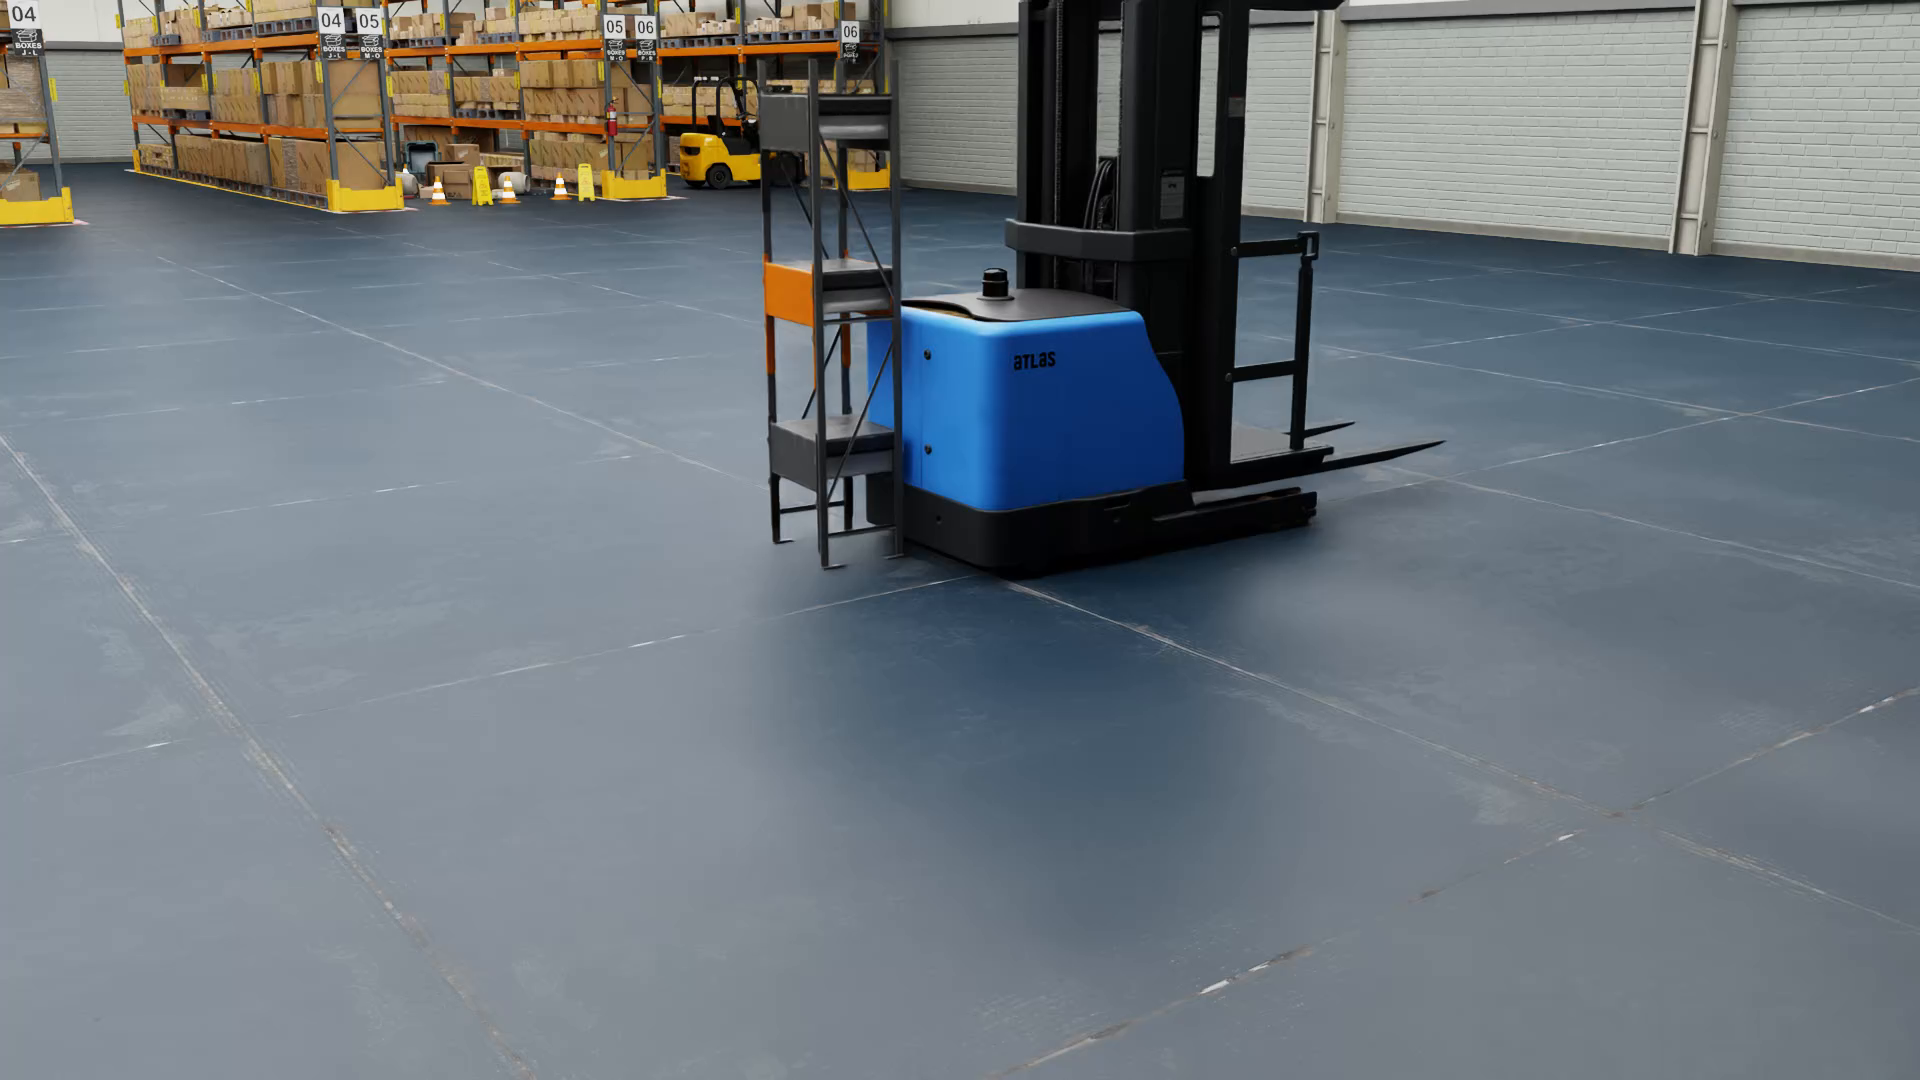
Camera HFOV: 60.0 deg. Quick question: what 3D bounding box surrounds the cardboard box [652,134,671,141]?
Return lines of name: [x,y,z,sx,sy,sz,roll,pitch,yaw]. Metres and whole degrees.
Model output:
cardboard box: [-7.135,-9.605,39.699,0.380,0.149,0.250,-12,19,-37]

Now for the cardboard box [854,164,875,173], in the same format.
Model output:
cardboard box: [-2.067,-7.532,33.828,0.500,0.250,0.500,-11,19,-34]

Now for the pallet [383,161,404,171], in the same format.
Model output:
pallet: [-13.388,-9.142,40.577,1.003,0.211,1.213,-11,19,-35]

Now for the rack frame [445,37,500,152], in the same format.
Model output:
rack frame: [-10.653,-9.458,36.450,1.000,3.000,0.127,-11,19,-35]

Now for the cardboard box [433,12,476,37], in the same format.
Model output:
cardboard box: [-10.996,-11.214,36.194,0.797,0.503,0.637,-12,20,-38]

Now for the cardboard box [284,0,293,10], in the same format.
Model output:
cardboard box: [-10.995,-9.004,27.845,0.500,0.250,0.500,-11,19,-35]

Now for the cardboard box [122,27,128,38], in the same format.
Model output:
cardboard box: [-19.247,-11.856,38.866,0.500,0.250,0.500,-11,18,-34]

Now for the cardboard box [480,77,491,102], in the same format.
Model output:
cardboard box: [-9.658,-9.390,34.652,0.500,0.500,0.500,-12,19,-37]

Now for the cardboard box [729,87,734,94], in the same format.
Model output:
cardboard box: [-4.835,-9.827,36.380,0.380,0.149,0.250,-11,19,-35]

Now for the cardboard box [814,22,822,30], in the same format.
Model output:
cardboard box: [-2.669,-10.227,33.069,0.380,0.149,0.250,-12,19,-36]

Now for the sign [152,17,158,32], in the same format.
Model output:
sign: [-17.384,-11.132,35.907,0.100,0.325,0.005,-11,19,-35]

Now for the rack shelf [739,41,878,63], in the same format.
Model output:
rack shelf: [-3.112,-10.048,34.286,1.077,0.370,4.000,-11,19,-35]

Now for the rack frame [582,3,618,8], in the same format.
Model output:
rack frame: [-8.992,-13.977,41.597,1.000,3.000,0.127,-11,19,-35]

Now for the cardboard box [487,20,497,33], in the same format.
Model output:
cardboard box: [-9.354,-10.501,34.067,0.500,0.250,0.500,-11,19,-34]

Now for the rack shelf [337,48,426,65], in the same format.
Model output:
rack shelf: [-14.181,-11.839,40.830,1.077,0.370,4.000,-11,19,-35]

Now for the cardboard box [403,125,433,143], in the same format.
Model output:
cardboard box: [-12.575,-9.370,39.358,0.875,0.875,0.875,-10,18,-33]

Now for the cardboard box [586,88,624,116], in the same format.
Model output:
cardboard box: [-6.491,-8.014,30.423,0.500,0.500,0.500,-11,19,-36]

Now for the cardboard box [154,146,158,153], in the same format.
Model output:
cardboard box: [-18.195,-8.939,38.033,0.380,0.149,0.250,-12,19,-36]

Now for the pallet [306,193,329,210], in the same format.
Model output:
pallet: [-10.427,-5.773,28.270,1.003,0.211,1.213,-11,19,-35]

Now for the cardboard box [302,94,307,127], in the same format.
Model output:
cardboard box: [-10.717,-7.357,28.492,0.875,0.550,0.550,-11,19,-35]

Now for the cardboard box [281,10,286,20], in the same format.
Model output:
cardboard box: [-11.259,-8.880,28.149,0.380,0.149,0.250,-11,19,-34]

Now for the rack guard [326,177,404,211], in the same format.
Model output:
rack guard: [-9.879,-5.749,27.634,1.175,0.500,0.348,-11,19,-35]

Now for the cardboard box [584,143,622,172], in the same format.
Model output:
cardboard box: [-6.631,-7.118,30.894,0.500,0.500,0.500,-11,19,-34]

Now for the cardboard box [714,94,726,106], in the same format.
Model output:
cardboard box: [-5.092,-9.718,36.737,0.500,0.250,0.500,-11,19,-36]

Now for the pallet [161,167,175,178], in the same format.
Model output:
pallet: [-17.373,-8.315,37.557,1.003,0.211,1.213,-11,19,-35]

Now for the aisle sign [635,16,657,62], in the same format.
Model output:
aisle sign: [-5.662,-9.038,29.993,0.394,0.787,0.004,-11,19,-35]

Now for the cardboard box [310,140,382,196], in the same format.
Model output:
cardboard box: [-10.346,-6.272,28.039,0.875,0.875,0.875,-11,19,-34]

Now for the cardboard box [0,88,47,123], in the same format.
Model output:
cardboard box: [-14.266,-6.525,24.981,0.875,0.500,0.500,-11,19,-35]

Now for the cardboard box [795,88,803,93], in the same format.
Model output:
cardboard box: [-3.141,-9.183,34.026,0.380,0.149,0.250,-11,19,-34]

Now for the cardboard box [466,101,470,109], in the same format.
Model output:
cardboard box: [-10.349,-9.310,35.590,0.380,0.149,0.250,-12,20,-38]

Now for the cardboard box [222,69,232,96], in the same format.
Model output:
cardboard box: [-14.043,-8.993,32.669,0.700,0.500,0.500,-11,19,-35]

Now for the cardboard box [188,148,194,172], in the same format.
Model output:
cardboard box: [-16.098,-8.098,35.420,0.500,0.500,0.500,-10,18,-34]

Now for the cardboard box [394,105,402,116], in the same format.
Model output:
cardboard box: [-12.959,-10.105,39.098,0.500,0.250,0.500,-11,19,-36]

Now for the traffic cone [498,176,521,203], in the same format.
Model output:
traffic cone: [-7.943,-6.173,29.253,0.336,0.463,0.334,-11,19,-35]

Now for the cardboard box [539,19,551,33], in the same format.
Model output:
cardboard box: [-7.669,-9.768,31.620,0.500,0.250,0.500,-11,19,-34]

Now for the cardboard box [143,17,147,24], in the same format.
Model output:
cardboard box: [-17.974,-11.576,37.088,0.380,0.149,0.250,-12,19,-37]

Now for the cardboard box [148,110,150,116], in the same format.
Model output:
cardboard box: [-18.417,-9.810,38.212,0.380,0.149,0.250,-10,18,-33]

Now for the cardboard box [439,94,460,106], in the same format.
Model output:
cardboard box: [-11.143,-9.691,36.638,0.500,0.250,0.500,-11,19,-35]

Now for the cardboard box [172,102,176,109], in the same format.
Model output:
cardboard box: [-16.481,-9.228,35.289,0.380,0.149,0.250,-12,19,-37]

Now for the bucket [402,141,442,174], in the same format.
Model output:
bucket: [-10.300,-7.297,31.876,0.726,0.611,0.620,-4,6,-15]

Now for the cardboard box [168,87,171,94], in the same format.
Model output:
cardboard box: [-16.627,-9.568,35.404,0.380,0.149,0.250,-11,19,-35]

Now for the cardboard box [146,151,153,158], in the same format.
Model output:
cardboard box: [-18.807,-9.018,38.885,0.380,0.149,0.250,-10,18,-33]

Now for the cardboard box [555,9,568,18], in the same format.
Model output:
cardboard box: [-7.315,-9.809,31.014,0.380,0.149,0.250,-10,18,-33]

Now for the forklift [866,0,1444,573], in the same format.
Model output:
forklift: [1.072,-1.558,7.716,3.031,2.935,1.130,-10,18,-33]

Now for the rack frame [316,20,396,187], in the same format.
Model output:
rack frame: [-9.893,-6.960,27.323,1.000,3.000,0.127,-11,19,-35]

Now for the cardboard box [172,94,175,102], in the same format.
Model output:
cardboard box: [-16.470,-9.369,35.241,0.380,0.149,0.250,-10,18,-32]

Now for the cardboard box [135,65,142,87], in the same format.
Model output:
cardboard box: [-18.662,-10.692,38.312,0.500,0.500,0.500,-11,19,-36]

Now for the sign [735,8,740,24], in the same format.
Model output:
sign: [-4.721,-11.137,35.326,0.100,0.325,0.005,-11,19,-35]

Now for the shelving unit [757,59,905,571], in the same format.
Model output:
shelving unit: [-0.548,-0.966,7.126,0.431,2.100,0.503,-9,18,-30]

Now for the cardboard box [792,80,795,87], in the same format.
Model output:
cardboard box: [-3.224,-9.396,34.242,0.380,0.149,0.250,-11,19,-34]

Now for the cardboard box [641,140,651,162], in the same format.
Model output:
cardboard box: [-7.348,-9.392,40.147,0.500,0.500,0.500,-11,19,-35]

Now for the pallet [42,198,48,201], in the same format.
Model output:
pallet: [-15.172,-5.322,26.621,1.003,0.211,1.213,-11,19,-35]

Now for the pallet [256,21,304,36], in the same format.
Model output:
pallet: [-11.773,-9.042,29.415,1.003,0.211,1.213,-11,19,-35]
